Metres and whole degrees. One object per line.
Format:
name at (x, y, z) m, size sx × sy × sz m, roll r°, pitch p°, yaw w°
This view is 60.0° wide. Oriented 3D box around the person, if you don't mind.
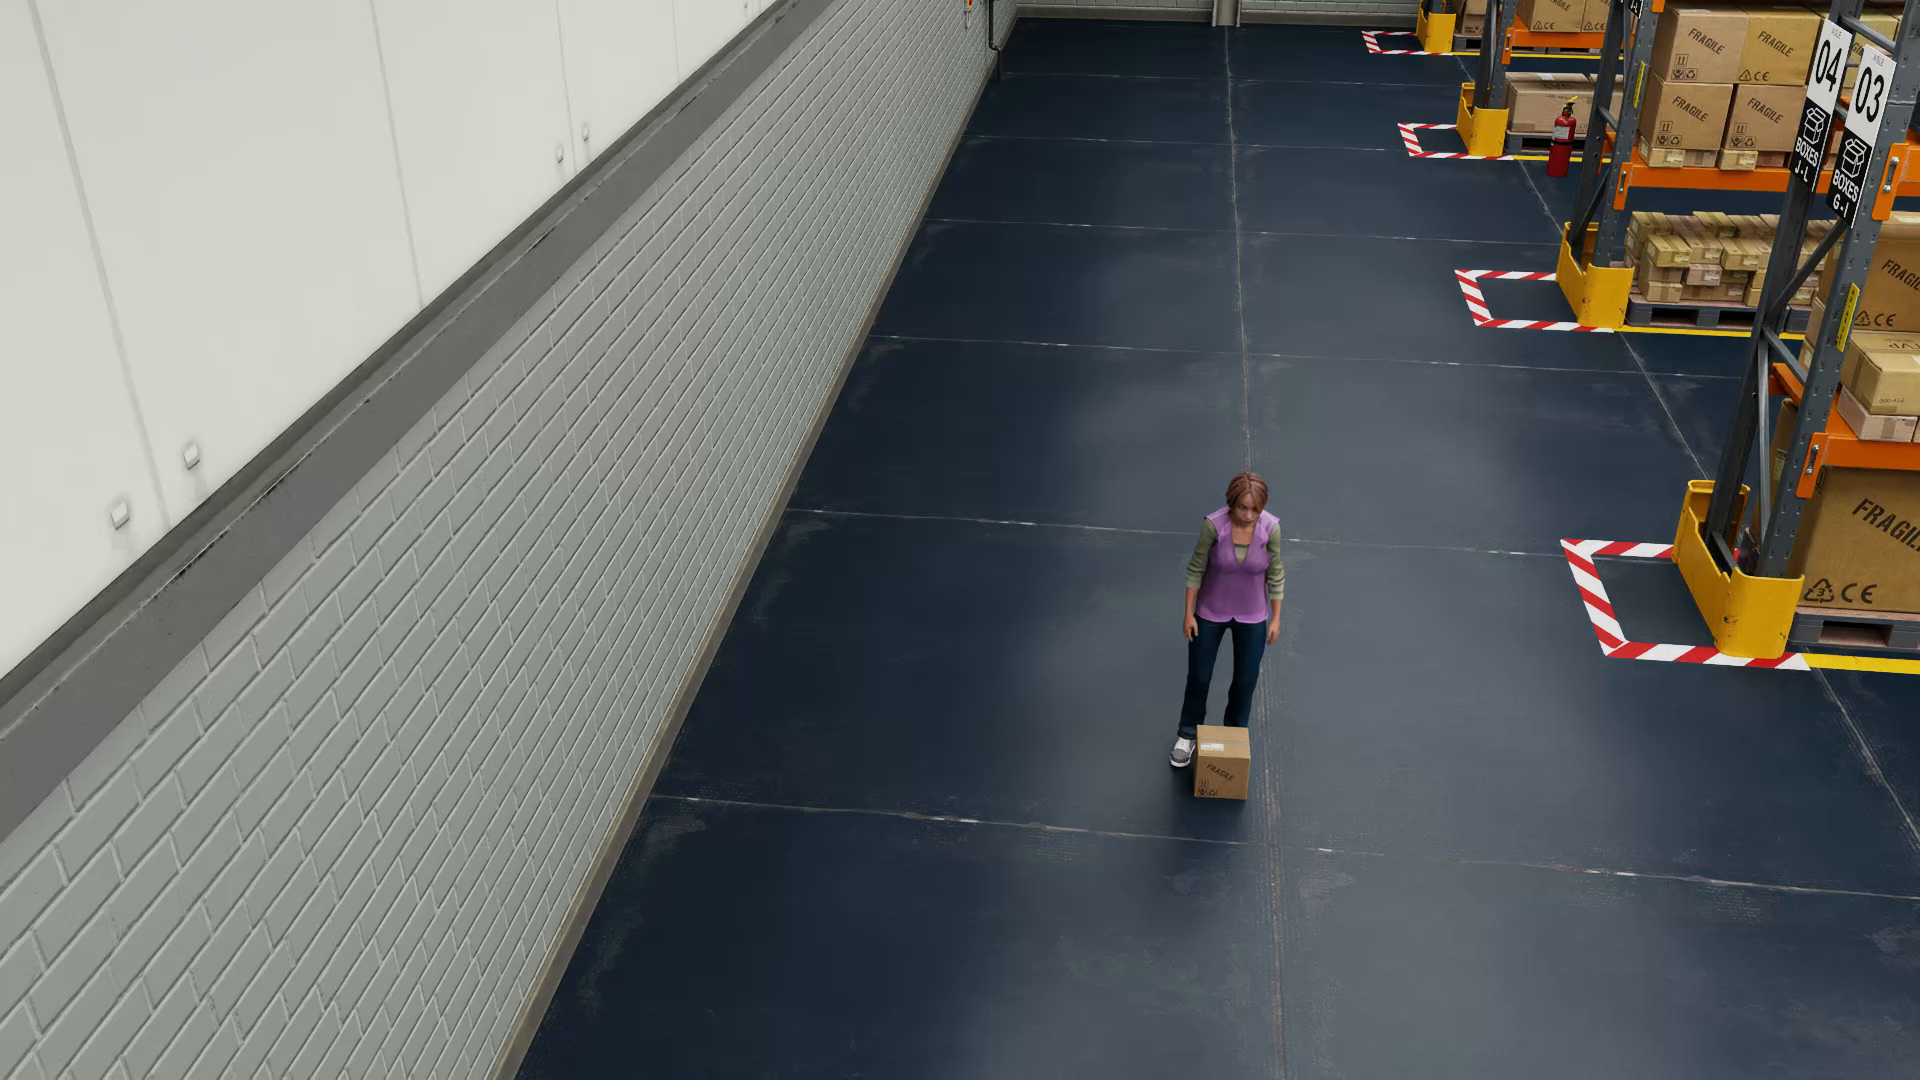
person at (1.293, 0.373, 7.955) m, size 0.483 × 1.594 × 0.340 m, roll 2°, pitch 29°, yaw 4°
